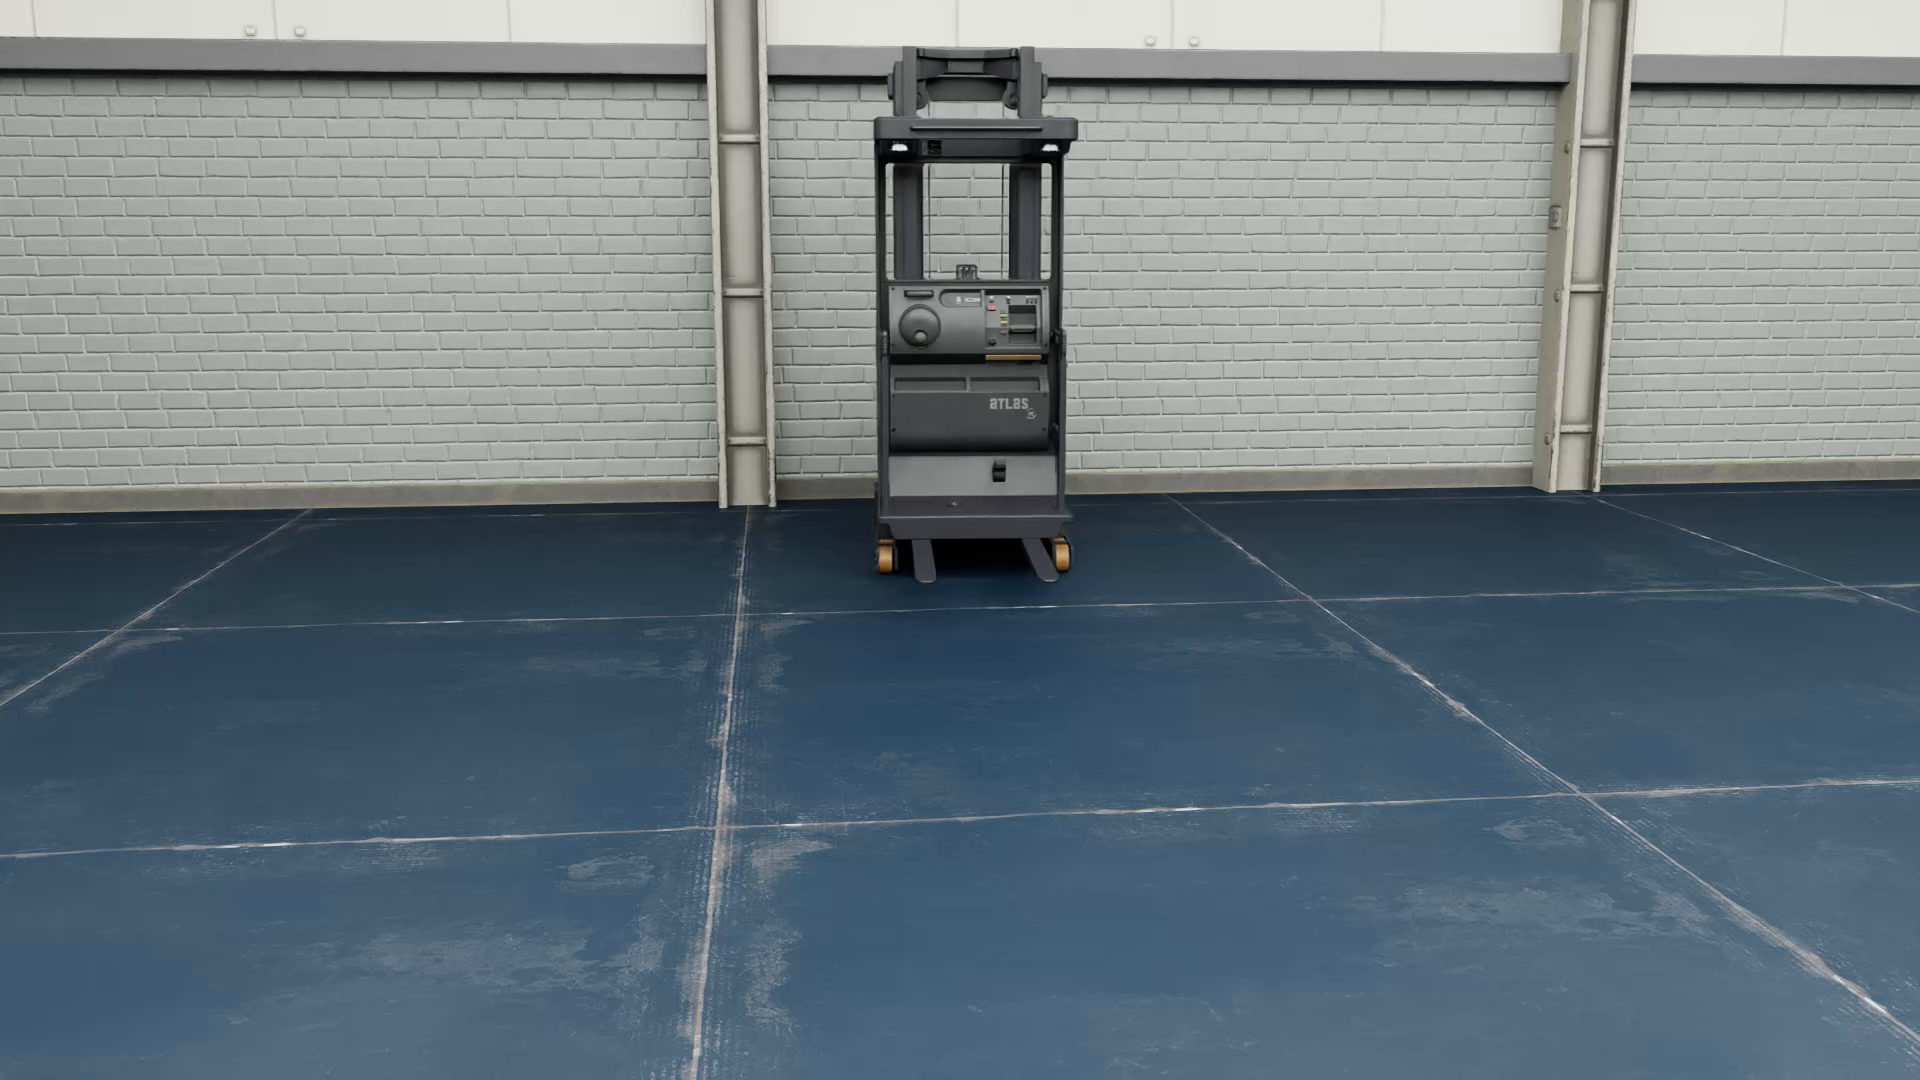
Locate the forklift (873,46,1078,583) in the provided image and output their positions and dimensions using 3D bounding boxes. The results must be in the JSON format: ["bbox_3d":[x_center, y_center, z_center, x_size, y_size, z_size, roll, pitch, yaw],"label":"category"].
[{"bbox_3d":[0.065,-1.307,9.421,1.130,2.935,3.031,-1,11,-3],"label":"forklift"}]

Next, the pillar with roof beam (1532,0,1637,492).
[{"bbox_3d":[4.944,-3.972,7.242,0.400,9.000,9.100,-1,11,-6],"label":"pillar with roof beam"}]

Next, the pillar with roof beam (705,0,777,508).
[{"bbox_3d":[-1.021,-3.847,6.606,0.400,9.000,9.100,-1,11,-6],"label":"pillar with roof beam"}]
